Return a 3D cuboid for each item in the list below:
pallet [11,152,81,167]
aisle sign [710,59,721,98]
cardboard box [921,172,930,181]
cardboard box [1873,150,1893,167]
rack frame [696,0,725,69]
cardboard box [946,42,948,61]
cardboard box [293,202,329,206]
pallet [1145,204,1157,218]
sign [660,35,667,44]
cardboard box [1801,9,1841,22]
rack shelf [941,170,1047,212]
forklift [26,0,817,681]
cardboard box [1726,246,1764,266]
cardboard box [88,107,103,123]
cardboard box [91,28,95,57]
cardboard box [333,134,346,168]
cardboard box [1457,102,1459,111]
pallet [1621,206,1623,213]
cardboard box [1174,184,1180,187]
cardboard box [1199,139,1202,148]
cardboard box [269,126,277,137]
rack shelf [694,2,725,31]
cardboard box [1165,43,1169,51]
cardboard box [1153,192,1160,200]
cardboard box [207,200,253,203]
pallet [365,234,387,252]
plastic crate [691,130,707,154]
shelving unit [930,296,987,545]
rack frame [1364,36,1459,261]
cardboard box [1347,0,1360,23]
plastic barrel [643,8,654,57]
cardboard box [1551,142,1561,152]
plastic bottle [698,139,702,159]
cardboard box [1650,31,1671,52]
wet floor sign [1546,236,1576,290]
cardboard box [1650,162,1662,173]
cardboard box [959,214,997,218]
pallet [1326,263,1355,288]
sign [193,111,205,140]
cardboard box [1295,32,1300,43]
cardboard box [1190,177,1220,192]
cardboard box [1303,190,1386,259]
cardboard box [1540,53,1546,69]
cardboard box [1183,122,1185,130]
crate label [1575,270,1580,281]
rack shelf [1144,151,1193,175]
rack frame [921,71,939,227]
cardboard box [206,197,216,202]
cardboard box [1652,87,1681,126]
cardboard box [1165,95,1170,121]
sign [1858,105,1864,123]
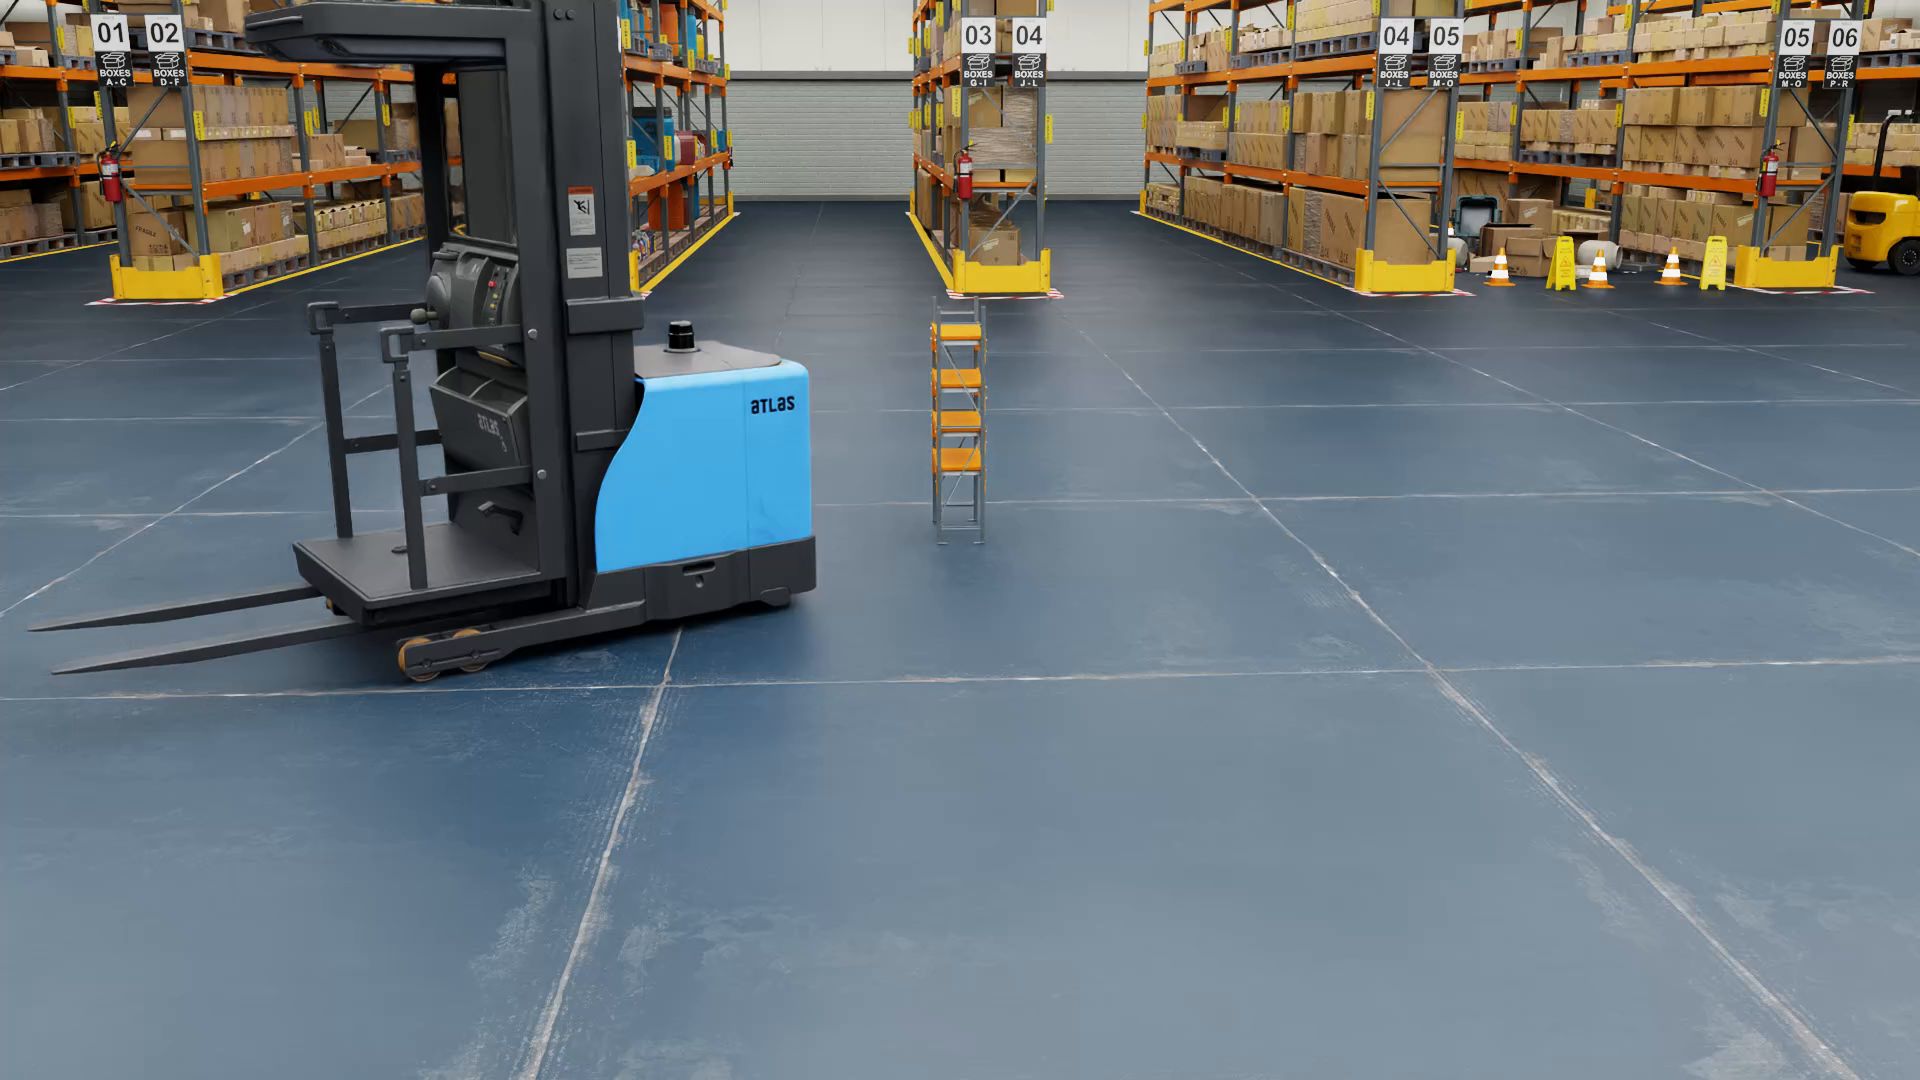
[{"bbox_3d":[-14.664,-5.982,26.141,1.213,0.211,1.003,-1,14,-3],"label":"pallet"},{"bbox_3d":[-5.134,-9.674,34.890,0.394,0.787,0.004,-1,14,-3],"label":"aisle sign"},{"bbox_3d":[-0.052,-6.048,29.434,1.225,0.875,0.875,-1,14,-3],"label":"cardboard box"},{"bbox_3d":[14.781,-6.013,26.178,0.500,0.250,0.500,-1,14,-3],"label":"cardboard box"},{"bbox_3d":[-5.422,-11.298,34.379,1.000,3.000,0.127,-1,14,-3],"label":"rack frame"},{"bbox_3d":[0.075,-6.618,22.508,0.500,0.250,0.500,-1,14,-4],"label":"cardboard box"},{"bbox_3d":[-10.061,-5.079,25.796,0.500,0.311,0.500,-1,14,-5],"label":"cardboard box"},{"bbox_3d":[4.498,-6.949,35.110,1.003,0.211,1.213,-1,14,-3],"label":"pallet"},{"bbox_3d":[-4.129,-6.871,23.175,0.100,0.325,0.005,-1,14,-3],"label":"sign"},{"bbox_3d":[10.585,-6.452,20.467,0.380,0.149,0.250,-1,14,-4],"label":"cardboard box"},{"bbox_3d":[0.389,-4.639,21.981,1.077,0.370,4.000,-1,14,-3],"label":"rack shelf"},{"bbox_3d":[-2.138,-1.023,6.622,3.031,2.935,1.130,-10,18,-34],"label":"forklift"},{"bbox_3d":[10.084,-3.718,21.632,0.500,0.250,0.500,-1,14,-4],"label":"cardboard box"},{"bbox_3d":[-14.619,-7.066,27.628,0.500,0.250,0.500,-1,14,-4],"label":"cardboard box"},{"bbox_3d":[-15.051,-8.476,28.345,0.700,0.500,0.500,-1,14,-3],"label":"cardboard box"},{"bbox_3d":[-9.750,-5.959,25.467,0.500,0.500,0.500,-2,15,-6],"label":"cardboard box"},{"bbox_3d":[9.460,-7.920,31.082,0.500,0.500,0.500,-1,14,-4],"label":"cardboard box"},{"bbox_3d":[14.494,-6.830,34.647,1.003,0.211,1.213,-1,14,-3],"label":"pallet"},{"bbox_3d":[4.722,-7.441,35.110,0.380,0.149,0.250,-1,14,-2],"label":"cardboard box"},{"bbox_3d":[4.425,-6.983,29.309,0.380,0.149,0.250,-2,15,-6],"label":"cardboard box"},{"bbox_3d":[-9.342,-5.439,22.145,0.380,0.149,0.250,-1,14,-4],"label":"cardboard box"},{"bbox_3d":[-5.298,-10.259,32.585,1.077,0.370,4.000,-1,14,-3],"label":"rack shelf"},{"bbox_3d":[4.292,-9.799,33.068,0.380,0.149,0.250,-1,14,-4],"label":"cardboard box"},{"bbox_3d":[4.226,-7.159,34.614,0.380,0.149,0.250,0,14,-2],"label":"cardboard box"},{"bbox_3d":[-9.867,-4.324,22.481,0.500,0.500,0.500,-1,14,-3],"label":"cardboard box"},{"bbox_3d":[-9.858,-4.772,26.650,1.003,0.211,1.213,-1,14,-3],"label":"pallet"},{"bbox_3d":[-4.979,-7.684,32.123,0.402,0.464,0.583,-1,14,-3],"label":"plastic crate"},{"bbox_3d":[-0.010,-0.622,8.537,0.258,1.200,0.503,-1,14,-3],"label":"shelving unit"},{"bbox_3d":[5.470,-4.542,20.158,1.000,3.000,0.127,-1,14,-3],"label":"rack frame"},{"bbox_3d":[5.130,-6.559,20.641,0.500,0.250,0.500,-1,14,-3],"label":"cardboard box"},{"bbox_3d":[-5.092,-7.891,26.151,0.600,0.901,0.600,0,14,0],"label":"plastic barrel"},{"bbox_3d":[9.787,-6.364,26.901,0.380,0.149,0.250,0,14,0],"label":"cardboard box"},{"bbox_3d":[-4.790,-7.151,30.398,0.144,0.351,0.185,-1,14,-3],"label":"plastic bottle"},{"bbox_3d":[9.951,-6.920,23.087,0.500,0.250,0.500,-1,14,-4],"label":"cardboard box"},{"bbox_3d":[7.448,-3.425,20.542,0.267,0.644,0.232,-3,15,-13],"label":"wet floor sign"},{"bbox_3d":[9.950,-5.243,23.390,0.380,0.149,0.250,0,14,-2],"label":"cardboard box"},{"bbox_3d":[0.250,-4.378,23.695,0.500,0.500,0.500,-1,14,-5],"label":"cardboard box"},{"bbox_3d":[5.342,-3.389,21.274,1.003,0.211,1.213,-1,14,-3],"label":"pallet"},{"bbox_3d":[-8.820,-4.803,19.277,0.100,0.325,0.005,-1,14,-3],"label":"sign"},{"bbox_3d":[4.905,-7.024,23.245,0.380,0.149,0.250,-1,14,-4],"label":"cardboard box"},{"bbox_3d":[4.544,-6.562,30.678,0.500,0.250,0.500,0,14,-2],"label":"cardboard box"},{"bbox_3d":[5.251,-4.329,22.754,0.875,0.875,0.875,-1,14,-3],"label":"cardboard box"},{"bbox_3d":[9.774,-7.876,27.367,0.396,0.266,0.258,-1,14,-3],"label":"cardboard box"},{"bbox_3d":[4.328,-7.658,30.737,0.380,0.149,0.250,-1,14,-3],"label":"cardboard box"},{"bbox_3d":[7.892,-3.437,21.609,0.250,0.136,0.298,-9,17,-32],"label":"crate label"},{"bbox_3d":[4.602,-7.675,33.780,1.077,0.370,4.000,-1,14,-3],"label":"rack shelf"},{"bbox_3d":[-0.231,-7.475,31.557,1.000,3.000,0.127,-1,14,-3],"label":"rack frame"},{"bbox_3d":[-15.063,-6.678,32.636,0.700,0.500,0.500,-1,14,-2],"label":"cardboard box"},{"bbox_3d":[9.981,-5.949,22.825,0.700,0.500,0.500,-1,14,-5],"label":"cardboard box"},{"bbox_3d":[4.372,-8.571,33.016,0.500,0.500,0.500,-1,14,-2],"label":"cardboard box"},{"bbox_3d":[15.416,-7.280,28.479,0.100,0.325,0.005,-1,14,-3],"label":"sign"}]
